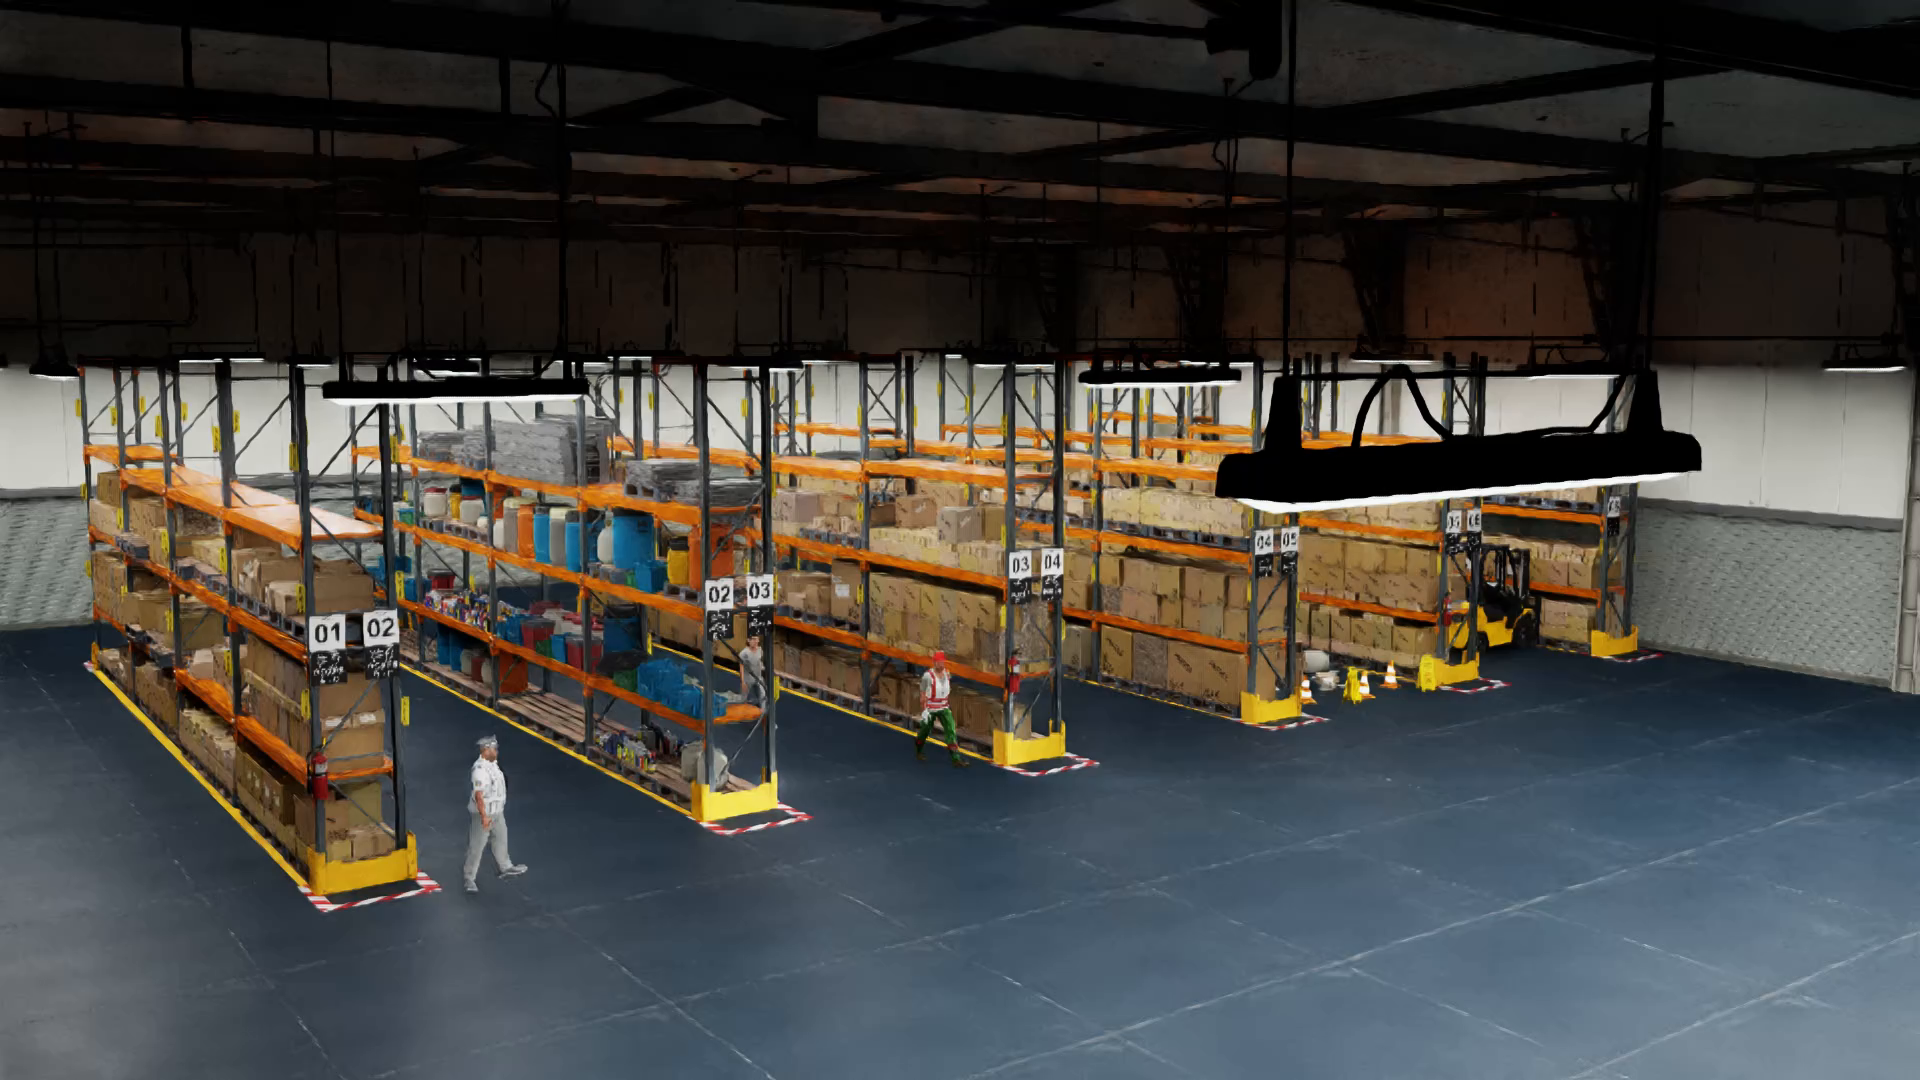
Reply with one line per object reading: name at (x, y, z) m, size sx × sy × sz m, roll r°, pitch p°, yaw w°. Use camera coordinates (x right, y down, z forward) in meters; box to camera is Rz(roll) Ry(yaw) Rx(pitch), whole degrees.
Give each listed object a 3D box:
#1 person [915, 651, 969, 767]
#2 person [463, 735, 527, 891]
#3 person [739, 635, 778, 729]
person at (-0.330, 2.486, 24.615) m, size 0.534 × 1.705 × 1.104 m, roll -4°, pitch 8°, yaw -32°
person at (-5.452, 3.117, 19.295) m, size 0.588 × 1.755 × 0.772 m, roll 1°, pitch 7°, yaw 4°
person at (-3.376, 2.260, 26.981) m, size 0.446 × 1.590 × 1.109 m, roll -4°, pitch 8°, yaw -33°
